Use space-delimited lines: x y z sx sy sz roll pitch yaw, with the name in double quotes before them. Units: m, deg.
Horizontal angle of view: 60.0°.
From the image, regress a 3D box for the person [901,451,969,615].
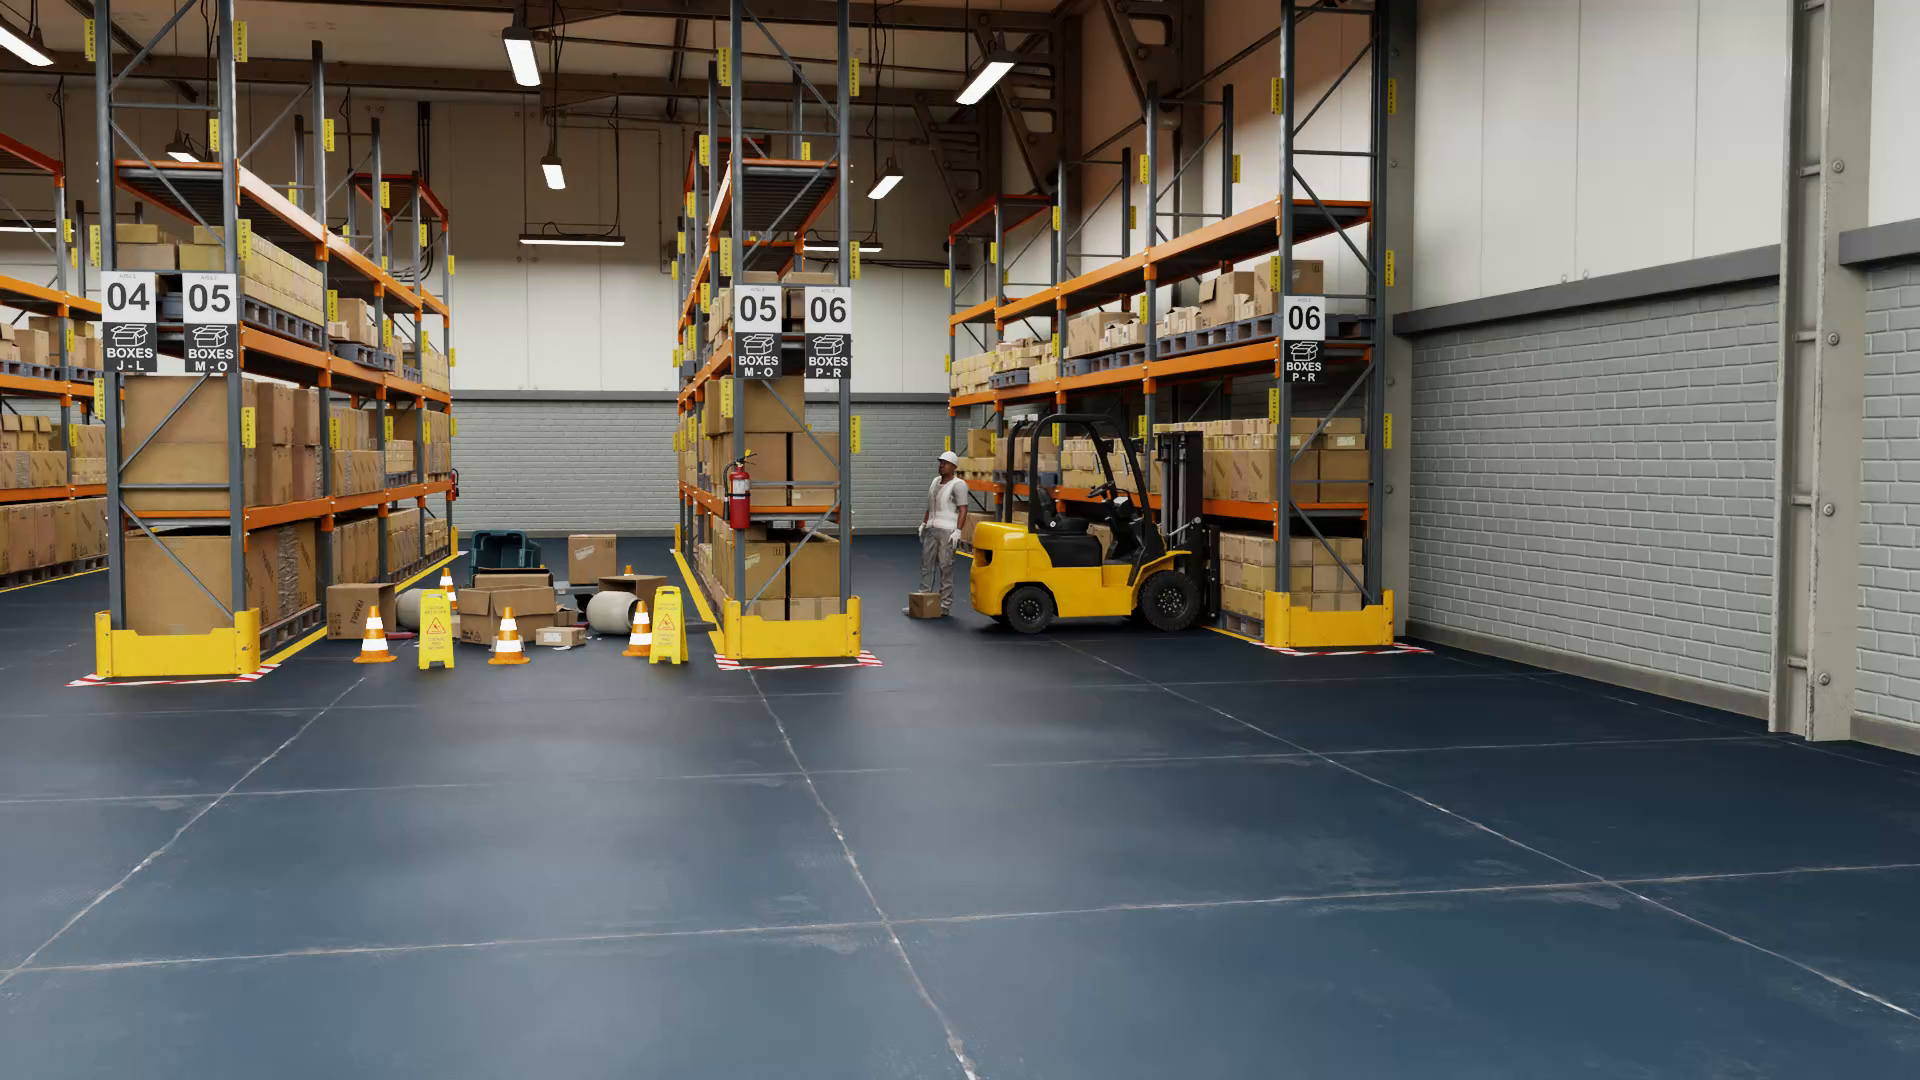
"person" -0.249 -0.074 18.121 0.576 1.784 0.656 -3 4 -40
